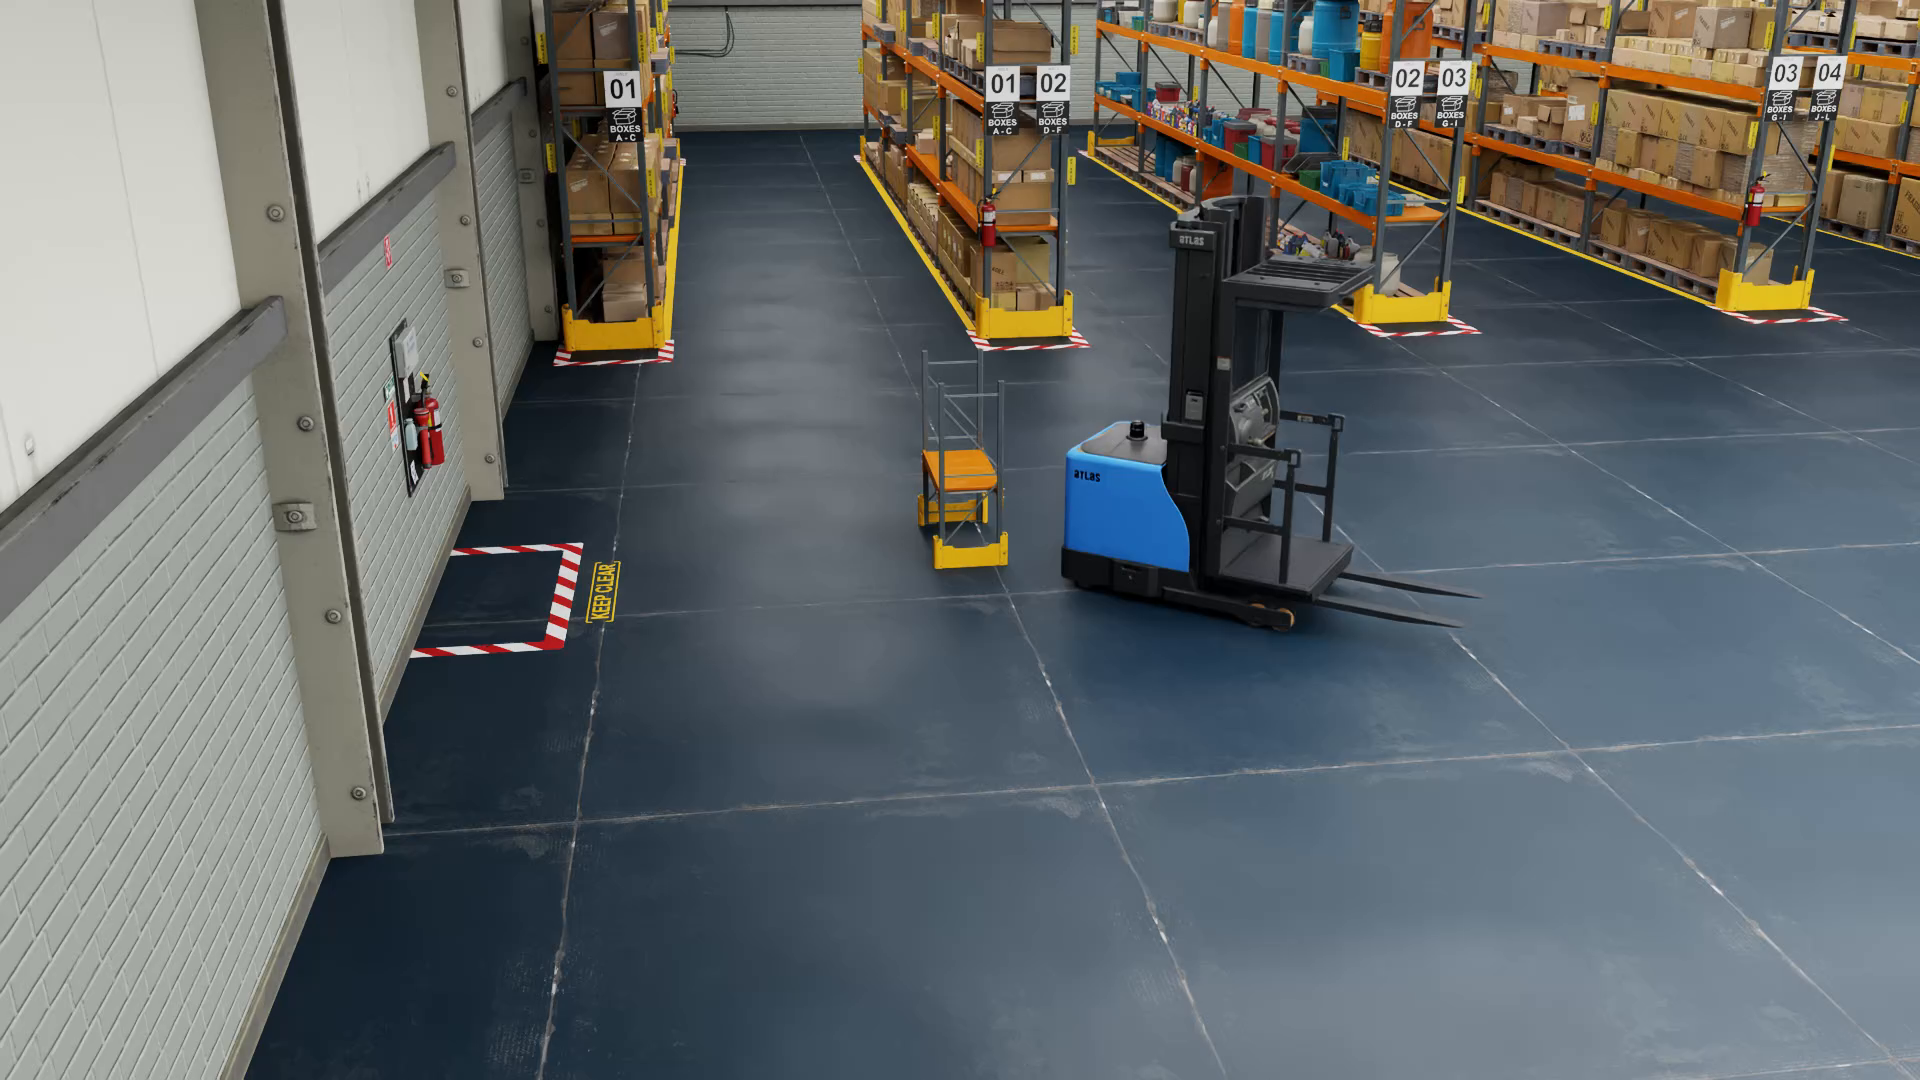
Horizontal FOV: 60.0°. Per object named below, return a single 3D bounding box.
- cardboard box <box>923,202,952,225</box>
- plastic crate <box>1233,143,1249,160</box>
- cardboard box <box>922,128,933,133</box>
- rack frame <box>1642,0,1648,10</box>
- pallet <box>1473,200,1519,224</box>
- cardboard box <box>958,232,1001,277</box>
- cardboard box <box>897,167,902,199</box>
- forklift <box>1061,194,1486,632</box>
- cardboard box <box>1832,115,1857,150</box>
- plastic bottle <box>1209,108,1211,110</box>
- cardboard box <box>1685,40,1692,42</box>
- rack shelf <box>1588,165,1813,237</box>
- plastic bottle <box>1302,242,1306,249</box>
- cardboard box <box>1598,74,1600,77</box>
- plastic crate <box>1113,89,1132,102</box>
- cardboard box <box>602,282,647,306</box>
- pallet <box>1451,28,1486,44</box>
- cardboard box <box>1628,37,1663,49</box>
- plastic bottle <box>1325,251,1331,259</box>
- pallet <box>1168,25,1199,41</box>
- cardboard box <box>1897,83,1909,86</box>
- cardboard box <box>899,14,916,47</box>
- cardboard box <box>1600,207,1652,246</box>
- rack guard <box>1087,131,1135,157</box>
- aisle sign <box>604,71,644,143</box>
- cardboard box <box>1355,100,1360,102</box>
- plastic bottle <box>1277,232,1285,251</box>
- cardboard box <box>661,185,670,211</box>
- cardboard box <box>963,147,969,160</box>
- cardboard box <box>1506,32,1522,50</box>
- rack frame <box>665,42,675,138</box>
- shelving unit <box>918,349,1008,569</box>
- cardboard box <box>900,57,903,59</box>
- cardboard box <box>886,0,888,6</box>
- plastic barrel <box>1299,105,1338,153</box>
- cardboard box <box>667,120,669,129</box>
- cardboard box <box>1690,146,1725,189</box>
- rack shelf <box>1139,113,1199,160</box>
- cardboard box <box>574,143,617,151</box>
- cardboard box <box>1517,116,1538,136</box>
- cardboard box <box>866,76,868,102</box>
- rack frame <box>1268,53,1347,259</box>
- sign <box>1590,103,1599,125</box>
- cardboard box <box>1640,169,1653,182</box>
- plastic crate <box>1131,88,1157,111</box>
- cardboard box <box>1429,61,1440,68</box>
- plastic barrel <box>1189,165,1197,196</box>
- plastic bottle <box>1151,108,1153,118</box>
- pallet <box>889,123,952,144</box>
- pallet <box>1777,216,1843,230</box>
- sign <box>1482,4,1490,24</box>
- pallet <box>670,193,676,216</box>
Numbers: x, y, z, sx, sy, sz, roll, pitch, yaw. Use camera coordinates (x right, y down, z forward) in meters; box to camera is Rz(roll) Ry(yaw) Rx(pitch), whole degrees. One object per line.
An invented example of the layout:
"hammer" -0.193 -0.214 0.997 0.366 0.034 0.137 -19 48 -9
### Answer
"cardboard box" -0.288 -4.989 25.314 0.500 0.311 0.500 -3 21 -8
"plastic crate" 4.577 -6.077 26.003 0.450 0.188 0.662 -3 21 -8
"cardboard box" -0.363 -6.554 27.104 0.500 0.311 0.500 -2 21 -4
"rack frame" 13.778 -11.633 32.001 1.000 3.000 0.127 -3 21 -8
"pallet" 9.543 -5.645 28.529 1.003 0.211 1.213 -3 21 -8
"cardboard box" 0.251 -3.730 21.674 0.500 0.500 0.500 -3 21 -8
"cardboard box" -0.813 -6.250 29.107 0.500 0.500 0.500 -4 21 -10
"forklift" 2.317 -0.925 12.003 3.031 2.935 1.130 11 23 27
"cardboard box" 14.445 -6.616 27.001 0.500 0.500 0.500 -3 21 -7
"plastic bottle" 4.509 -7.751 30.359 0.152 0.276 0.135 -3 21 -8
"cardboard box" 10.476 -6.987 23.494 0.380 0.149 0.250 -4 21 -9
"rack shelf" 10.296 -4.808 23.330 1.077 0.370 4.000 -3 21 -8
"plastic bottle" 4.898 -4.101 23.679 0.097 0.271 0.097 0 20 0
"cardboard box" 13.355 -9.342 33.872 0.500 0.500 0.500 -3 21 -9
"plastic crate" 3.320 -9.030 33.760 0.416 0.233 0.300 -3 21 -8
"cardboard box" -4.213 -3.091 20.919 0.500 0.311 0.500 -1 21 -3
"pallet" 9.286 -8.759 28.864 1.213 0.211 1.003 -2 21 -5
"cardboard box" 9.856 -7.142 23.909 0.380 0.149 0.250 -4 21 -10
"plastic bottle" 5.081 -3.844 22.975 0.061 0.283 0.133 -3 21 -8
"pallet" 4.330 -9.015 29.549 1.003 0.211 1.213 -3 21 -8
"cardboard box" 18.595 -8.749 32.354 0.500 0.250 0.500 -3 21 -7
"cardboard box" -0.542 -8.502 27.762 0.910 0.500 0.500 -3 21 -8
"cardboard box" 10.026 -4.723 25.046 0.500 0.500 0.500 -4 21 -9
"rack guard" 3.361 -8.579 35.971 1.175 0.500 0.348 -3 21 -8
"aisle sign" -3.813 -4.911 18.862 0.394 0.787 0.004 -3 21 -8
"cardboard box" 8.301 -9.023 33.948 0.380 0.149 0.250 -3 21 -9
"plastic bottle" 4.719 -4.383 24.435 0.097 0.271 0.097 0 20 0
"cardboard box" -5.249 -5.924 27.761 0.750 0.750 0.750 -3 21 -8
"cardboard box" 0.242 -5.141 22.123 0.380 0.149 0.250 -4 21 -9
"cardboard box" 9.321 -8.204 27.322 0.500 0.250 0.500 -2 21 -6
"rack frame" -6.426 -9.243 34.175 1.000 3.000 0.127 -3 21 -8
"shelving unit" 0.011 -0.676 13.383 0.587 1.500 1.083 -3 21 -8
"cardboard box" -0.886 -9.158 32.377 0.500 0.500 0.500 -4 21 -9
"cardboard box" -1.056 -10.196 30.868 0.700 0.500 0.500 -3 21 -8
"plastic barrel" 5.351 -5.971 24.701 0.600 0.901 0.708 -3 21 -8
"cardboard box" -5.372 -7.380 29.519 0.380 0.149 0.250 -3 21 -8
"cardboard box" 10.342 -4.997 22.241 0.875 0.500 0.500 -3 21 -8
"rack shelf" 4.242 -7.328 30.077 1.077 0.370 4.000 -3 21 -8
"cardboard box" -4.698 -4.853 21.536 0.500 0.500 0.500 -2 21 -6
"cardboard box" 9.446 -6.757 27.134 0.500 0.250 0.500 -4 21 -9
"cardboard box" -1.642 -9.195 33.906 0.500 0.500 0.500 -3 21 -8
"rack frame" 5.107 -5.588 24.389 1.000 3.000 0.127 -3 21 -8
"sign" 9.459 -6.351 24.777 0.100 0.325 0.005 -3 21 -8
"cardboard box" 9.946 -5.198 23.707 0.380 0.149 0.250 -3 21 -8
"plastic crate" 3.549 -8.522 32.184 0.392 0.384 0.575 -3 21 -8
"cardboard box" 9.043 -8.665 31.052 0.797 0.503 0.637 -3 21 -7
"plastic barrel" 4.273 -6.363 29.422 0.421 0.512 0.421 0 20 0
"plastic bottle" 3.638 -8.031 31.214 0.097 0.201 0.097 0 20 0
"pallet" -0.539 -6.865 28.084 1.213 0.211 1.003 -3 21 -8
"pallet" 14.566 -5.433 27.961 1.003 0.211 1.213 -3 21 -8
"sign" 8.881 -8.882 28.070 0.100 0.325 0.005 -3 21 -8
"pallet" -5.485 -5.865 29.117 1.003 0.211 1.213 -3 21 -8
